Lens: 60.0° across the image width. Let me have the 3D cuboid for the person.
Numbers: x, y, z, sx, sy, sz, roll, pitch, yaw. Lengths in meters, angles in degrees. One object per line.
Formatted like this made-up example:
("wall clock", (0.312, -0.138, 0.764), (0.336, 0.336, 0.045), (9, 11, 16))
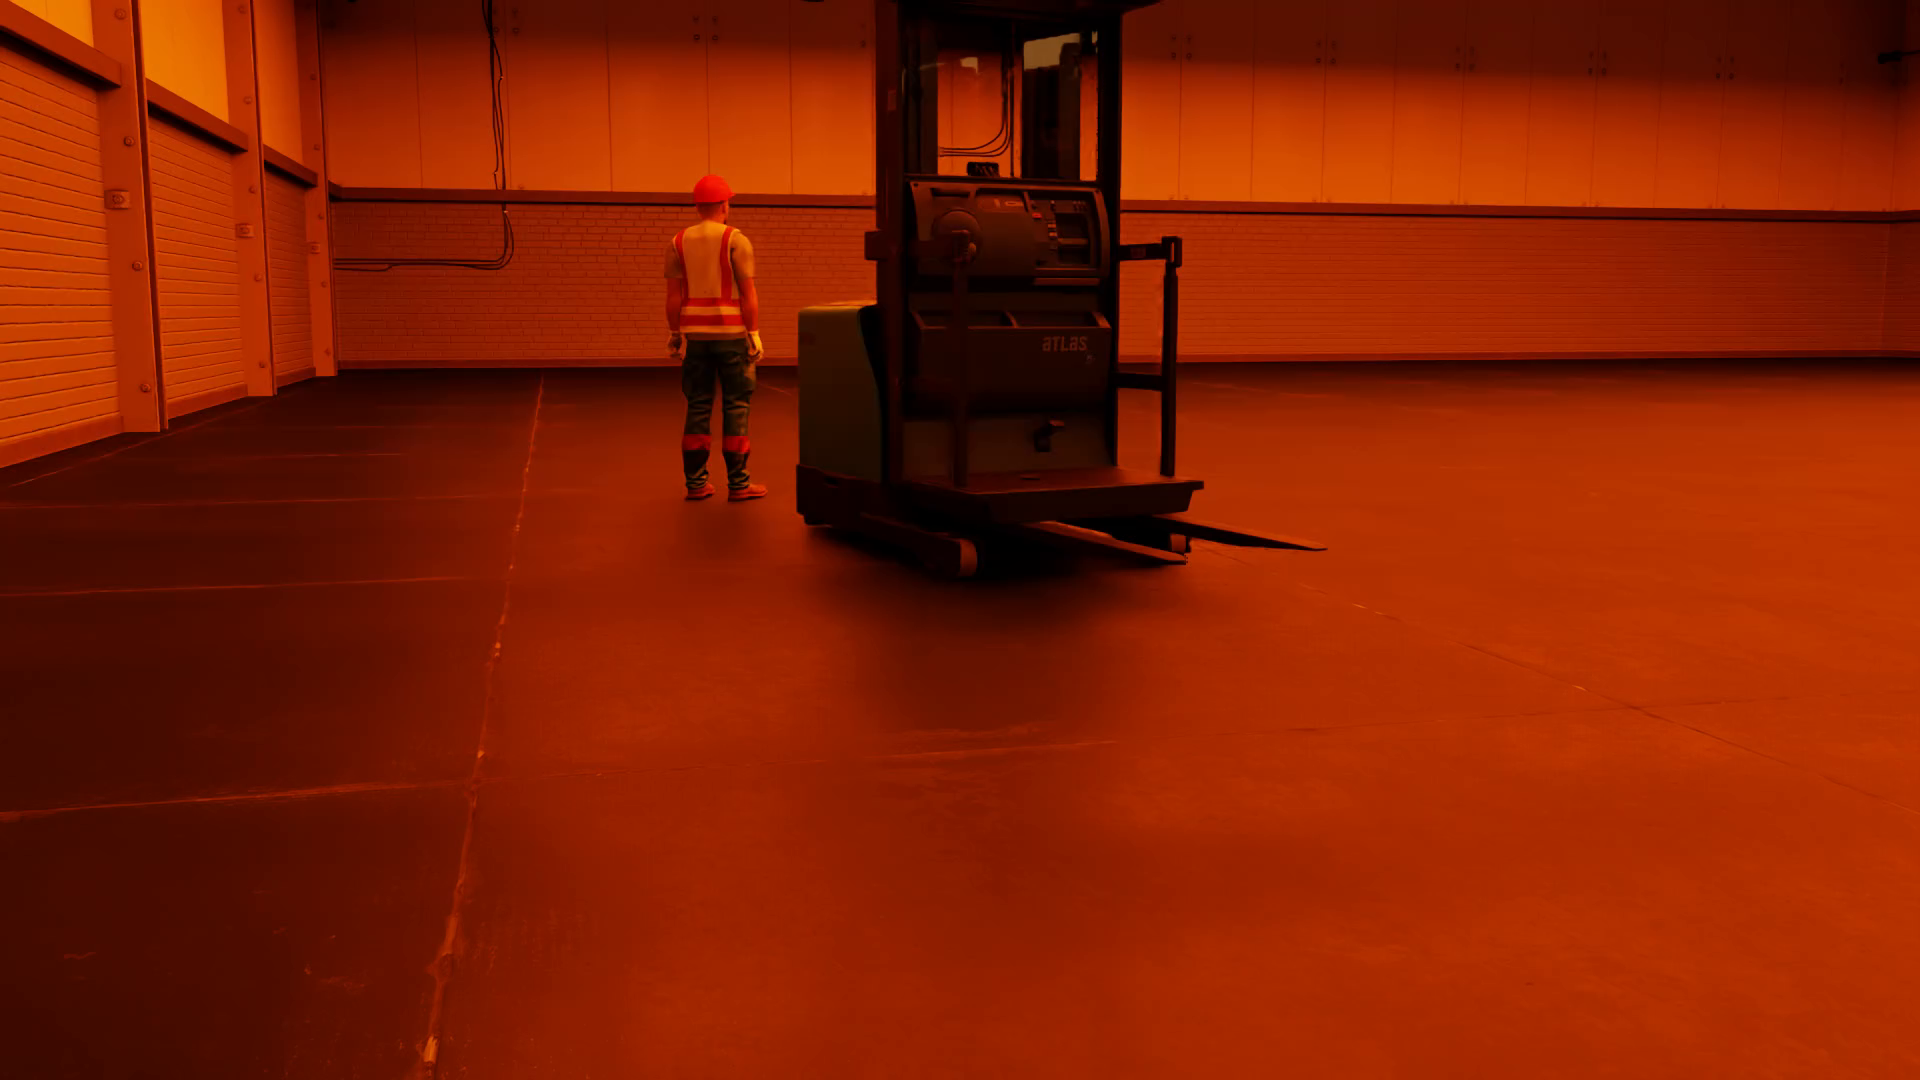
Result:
("person", (-1.362, -1.125, 9.291), (0.581, 1.794, 0.346), (2, 8, 15))

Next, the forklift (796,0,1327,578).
("forklift", (0.318, -1.368, 6.905), (1.130, 2.935, 3.031), (-4, 9, -27))
